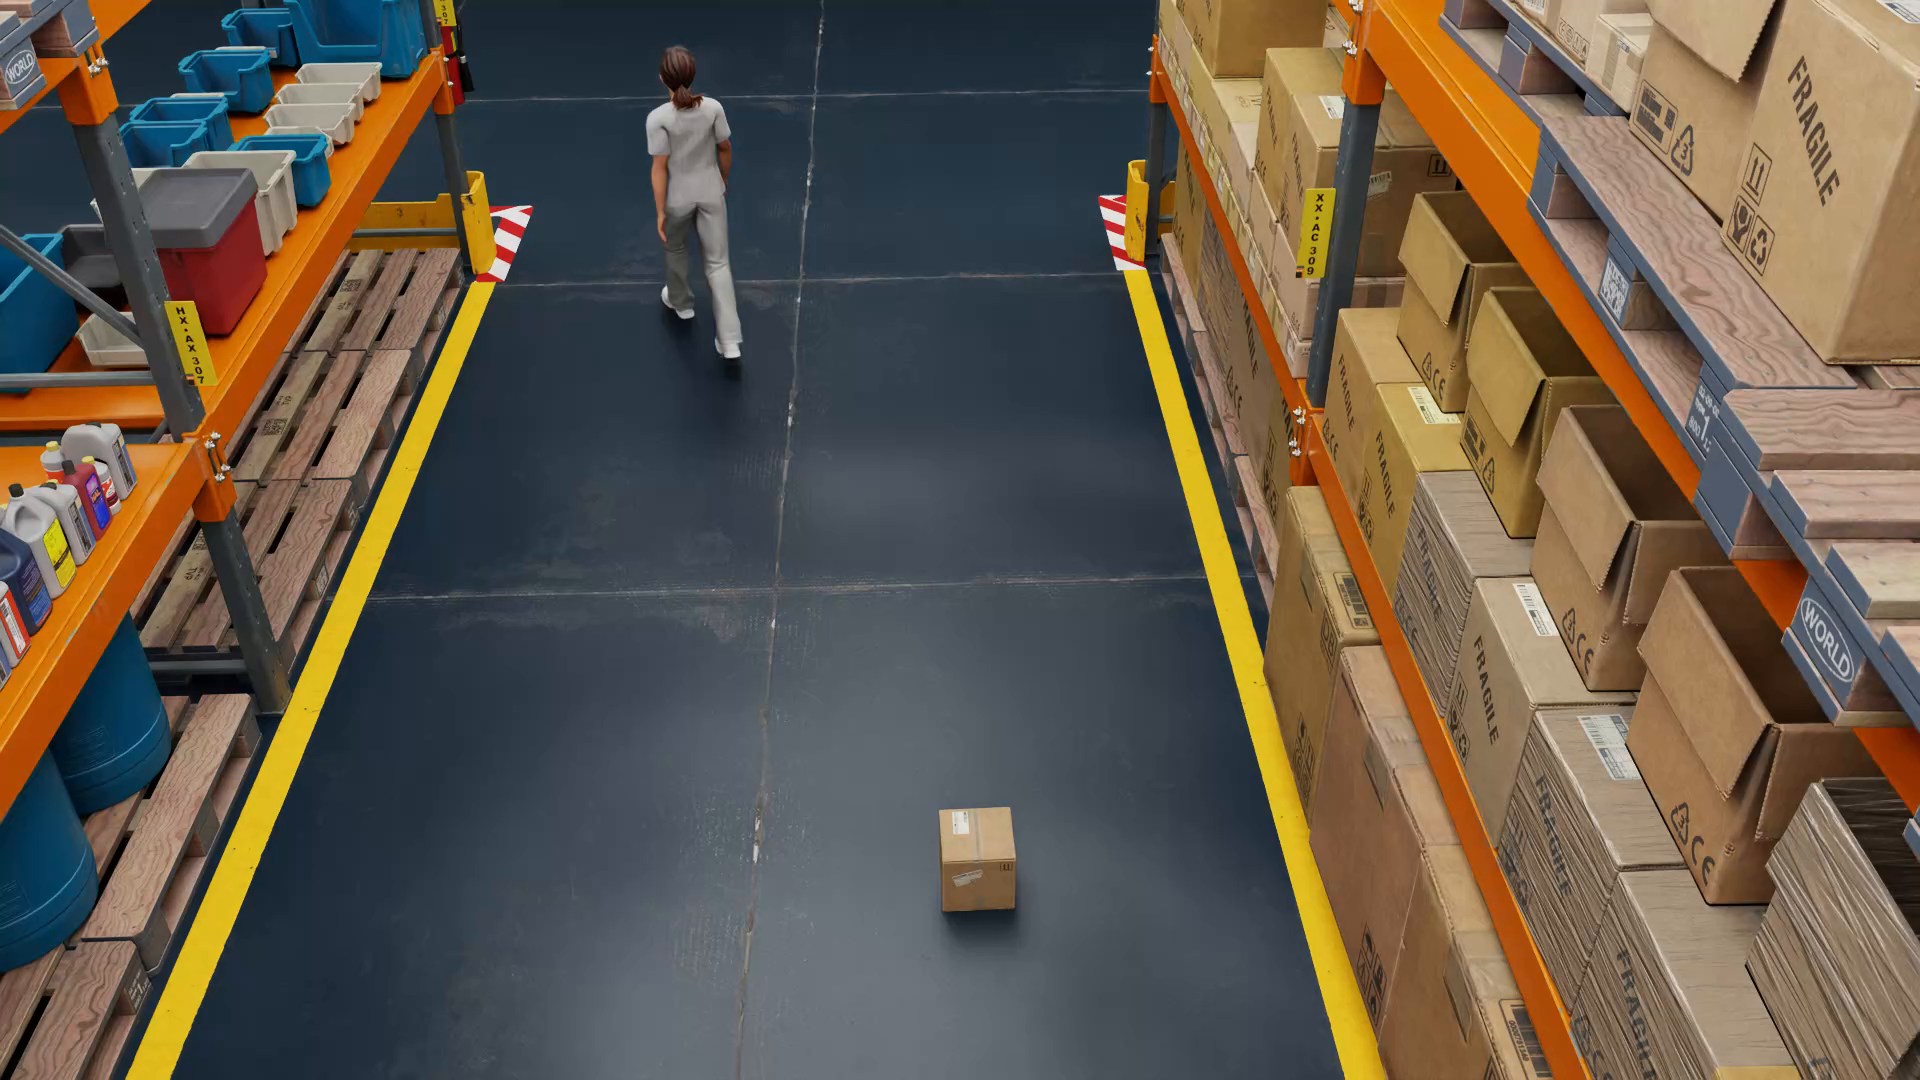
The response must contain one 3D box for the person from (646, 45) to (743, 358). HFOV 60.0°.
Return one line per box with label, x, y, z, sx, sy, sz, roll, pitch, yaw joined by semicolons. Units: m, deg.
person;-1.392;-1.787;8.681;0.459;1.609;1.013;-13;37;-17
